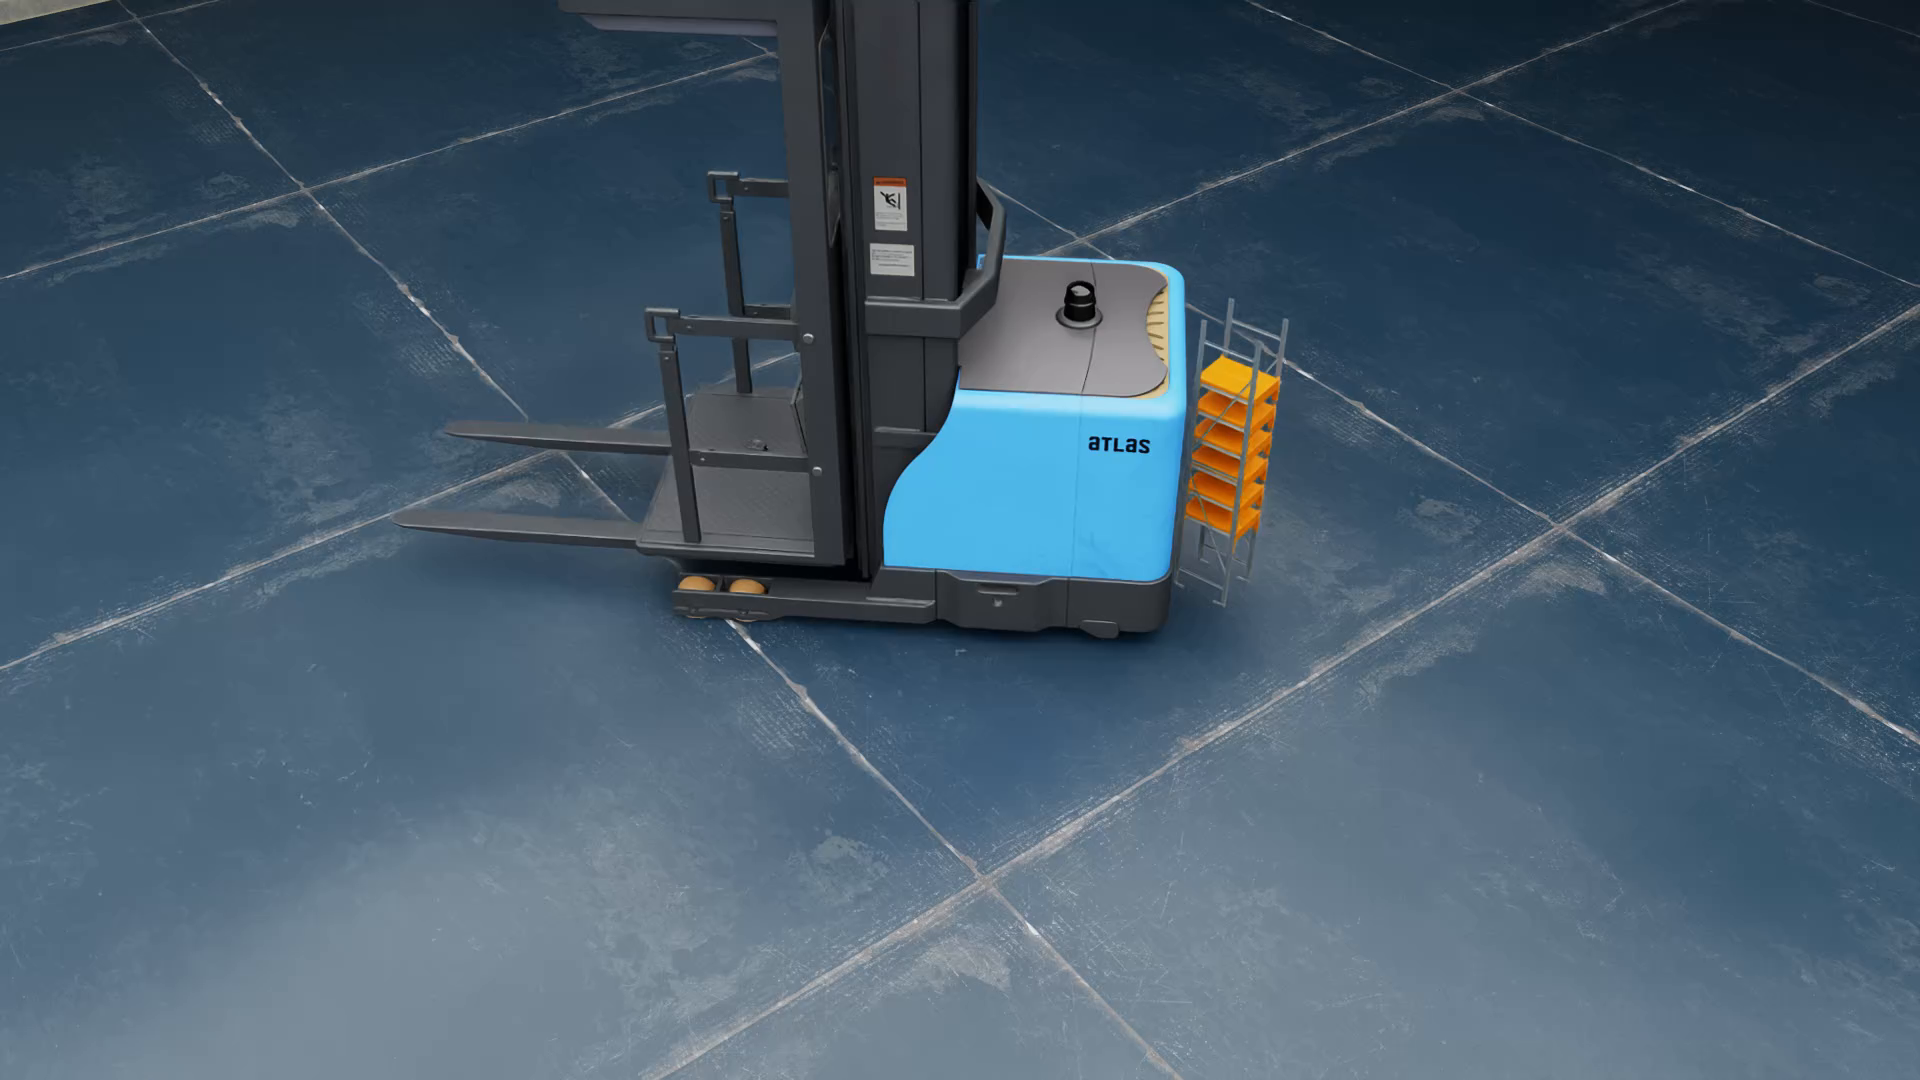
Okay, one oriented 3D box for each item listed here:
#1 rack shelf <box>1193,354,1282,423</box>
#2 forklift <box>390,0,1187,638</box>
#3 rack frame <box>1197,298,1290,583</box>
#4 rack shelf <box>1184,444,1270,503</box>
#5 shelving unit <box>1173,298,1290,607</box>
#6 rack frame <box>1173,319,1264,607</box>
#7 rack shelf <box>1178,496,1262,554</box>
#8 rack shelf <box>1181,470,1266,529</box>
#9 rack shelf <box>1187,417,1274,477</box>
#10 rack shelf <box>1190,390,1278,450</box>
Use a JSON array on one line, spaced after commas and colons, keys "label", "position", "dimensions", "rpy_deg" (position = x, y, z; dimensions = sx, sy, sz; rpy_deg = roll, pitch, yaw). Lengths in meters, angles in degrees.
[{"label": "rack shelf", "position": [0.996, -0.547, 5.972], "dimensions": [0.258, 0.103, 0.180], "rpy_deg": [26, 45, 28]}, {"label": "forklift", "position": [-0.682, -1.145, 5.835], "dimensions": [3.031, 2.935, 1.130], "rpy_deg": [3, 39, 4]}, {"label": "rack frame", "position": [1.050, -0.346, 6.226], "dimensions": [0.240, 1.200, 0.006], "rpy_deg": [26, 45, 28]}, {"label": "rack shelf", "position": [0.994, -0.267, 6.197], "dimensions": [0.258, 0.103, 0.180], "rpy_deg": [26, 45, 28]}, {"label": "shelving unit", "position": [0.994, -0.301, 6.169], "dimensions": [0.258, 1.200, 0.189], "rpy_deg": [26, 45, 28]}, {"label": "rack frame", "position": [0.938, -0.256, 6.113], "dimensions": [0.240, 1.200, 0.006], "rpy_deg": [26, 45, 28]}, {"label": "rack shelf", "position": [0.992, -0.080, 6.348], "dimensions": [0.258, 0.103, 0.180], "rpy_deg": [26, 45, 28]}, {"label": "rack shelf", "position": [0.993, -0.173, 6.273], "dimensions": [0.258, 0.103, 0.180], "rpy_deg": [26, 45, 28]}, {"label": "rack shelf", "position": [0.995, -0.360, 6.122], "dimensions": [0.258, 0.103, 0.180], "rpy_deg": [26, 45, 28]}, {"label": "rack shelf", "position": [0.996, -0.454, 6.047], "dimensions": [0.258, 0.103, 0.180], "rpy_deg": [26, 45, 28]}]
